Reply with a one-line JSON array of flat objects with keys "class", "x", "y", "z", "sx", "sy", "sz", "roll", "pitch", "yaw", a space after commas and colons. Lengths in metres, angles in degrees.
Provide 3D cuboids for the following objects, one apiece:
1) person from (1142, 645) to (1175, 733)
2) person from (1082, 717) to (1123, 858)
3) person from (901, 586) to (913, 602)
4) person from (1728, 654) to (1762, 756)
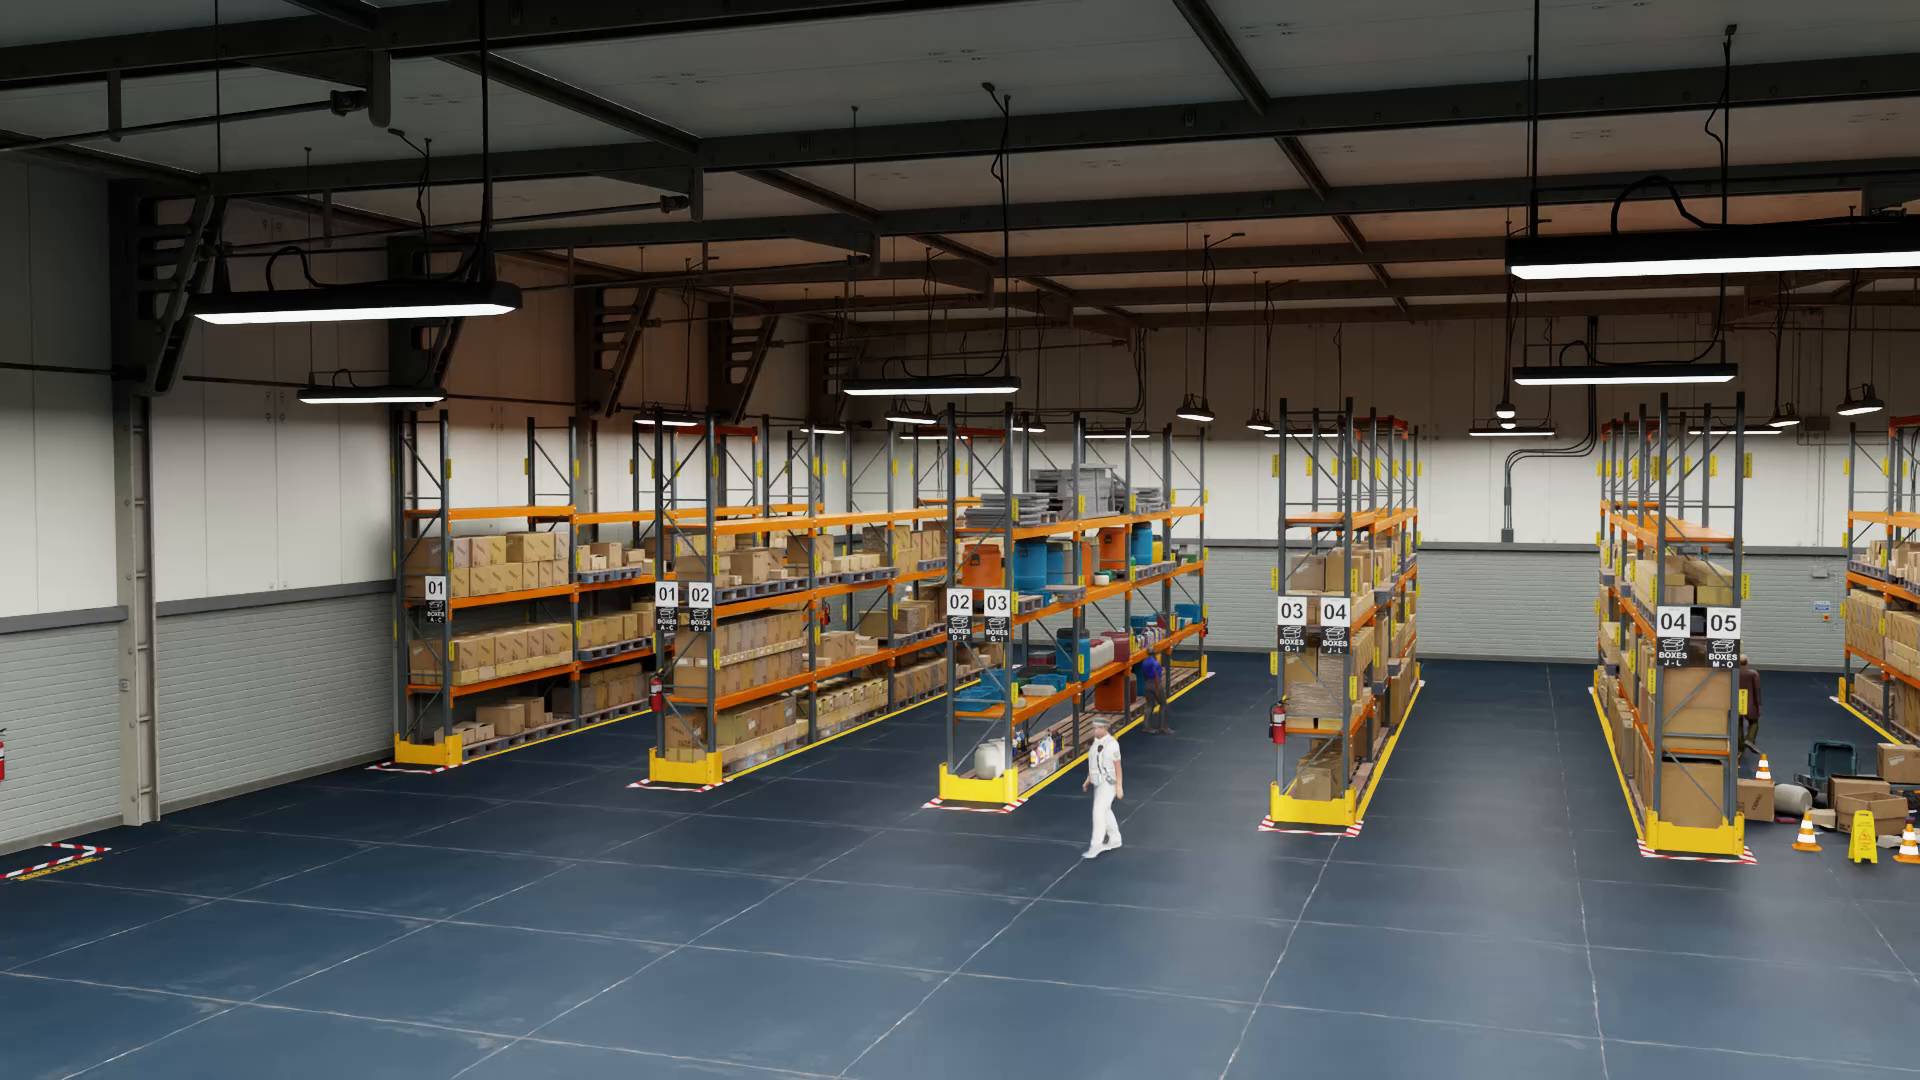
[{"class": "person", "x": 3.728, "y": 2.835, "z": 31.573, "sx": 0.560, "sy": 1.676, "sz": 0.498, "roll": -2, "pitch": 3, "yaw": -36}, {"class": "person", "x": 1.826, "y": 3.200, "z": 21.736, "sx": 0.682, "sy": 1.758, "sz": 0.651, "roll": -1, "pitch": 3, "yaw": -17}, {"class": "person", "x": -1.447, "y": 2.148, "z": 46.664, "sx": 1.095, "sy": 1.721, "sz": 0.525, "roll": 2, "pitch": 3, "yaw": 38}, {"class": "person", "x": 13.623, "y": 2.871, "z": 28.951, "sx": 0.616, "sy": 1.776, "sz": 0.564, "roll": 1, "pitch": 3, "yaw": 24}]
